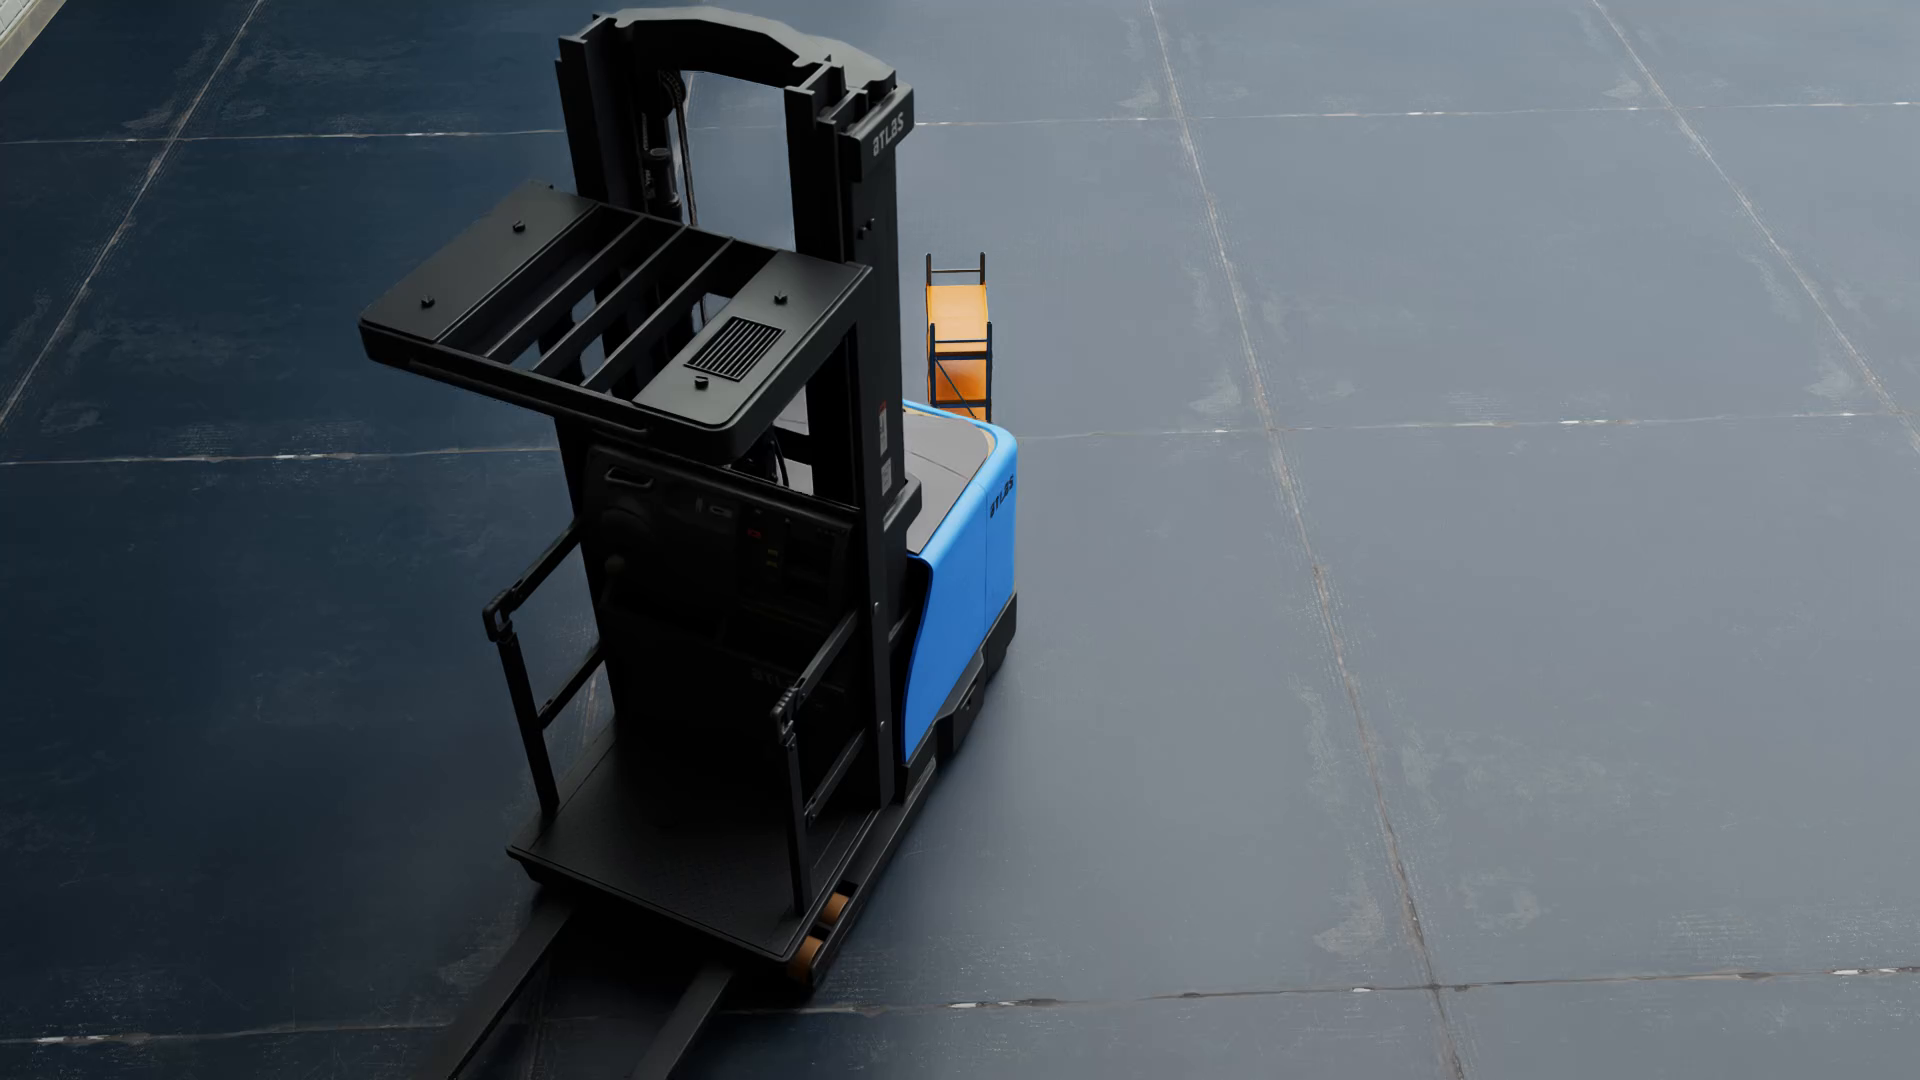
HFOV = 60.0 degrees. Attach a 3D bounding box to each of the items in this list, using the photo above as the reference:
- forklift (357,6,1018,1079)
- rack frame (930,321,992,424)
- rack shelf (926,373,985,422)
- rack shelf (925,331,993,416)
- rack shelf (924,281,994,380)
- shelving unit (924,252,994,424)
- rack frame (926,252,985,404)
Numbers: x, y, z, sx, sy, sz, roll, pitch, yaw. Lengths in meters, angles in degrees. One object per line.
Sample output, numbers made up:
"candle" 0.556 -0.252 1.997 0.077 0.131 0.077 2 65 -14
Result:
"forklift" -0.847 0.080 4.994 1.130 2.935 3.031 17 45 18
"rack frame" 0.003 -0.389 6.787 0.240 1.200 0.015 -2 43 -2
"rack shelf" -0.007 -0.504 7.012 0.258 0.148 0.480 -2 43 -2
"rack shelf" -0.007 -0.669 6.861 0.258 0.148 0.480 -2 43 -2
"rack shelf" -0.007 -0.844 6.701 0.258 0.148 0.480 -2 43 -2
"shelving unit" -0.007 -0.554 6.966 0.258 1.200 0.503 -2 43 -2
"rack frame" -0.017 -0.719 7.146 0.240 1.200 0.015 -2 43 -2
